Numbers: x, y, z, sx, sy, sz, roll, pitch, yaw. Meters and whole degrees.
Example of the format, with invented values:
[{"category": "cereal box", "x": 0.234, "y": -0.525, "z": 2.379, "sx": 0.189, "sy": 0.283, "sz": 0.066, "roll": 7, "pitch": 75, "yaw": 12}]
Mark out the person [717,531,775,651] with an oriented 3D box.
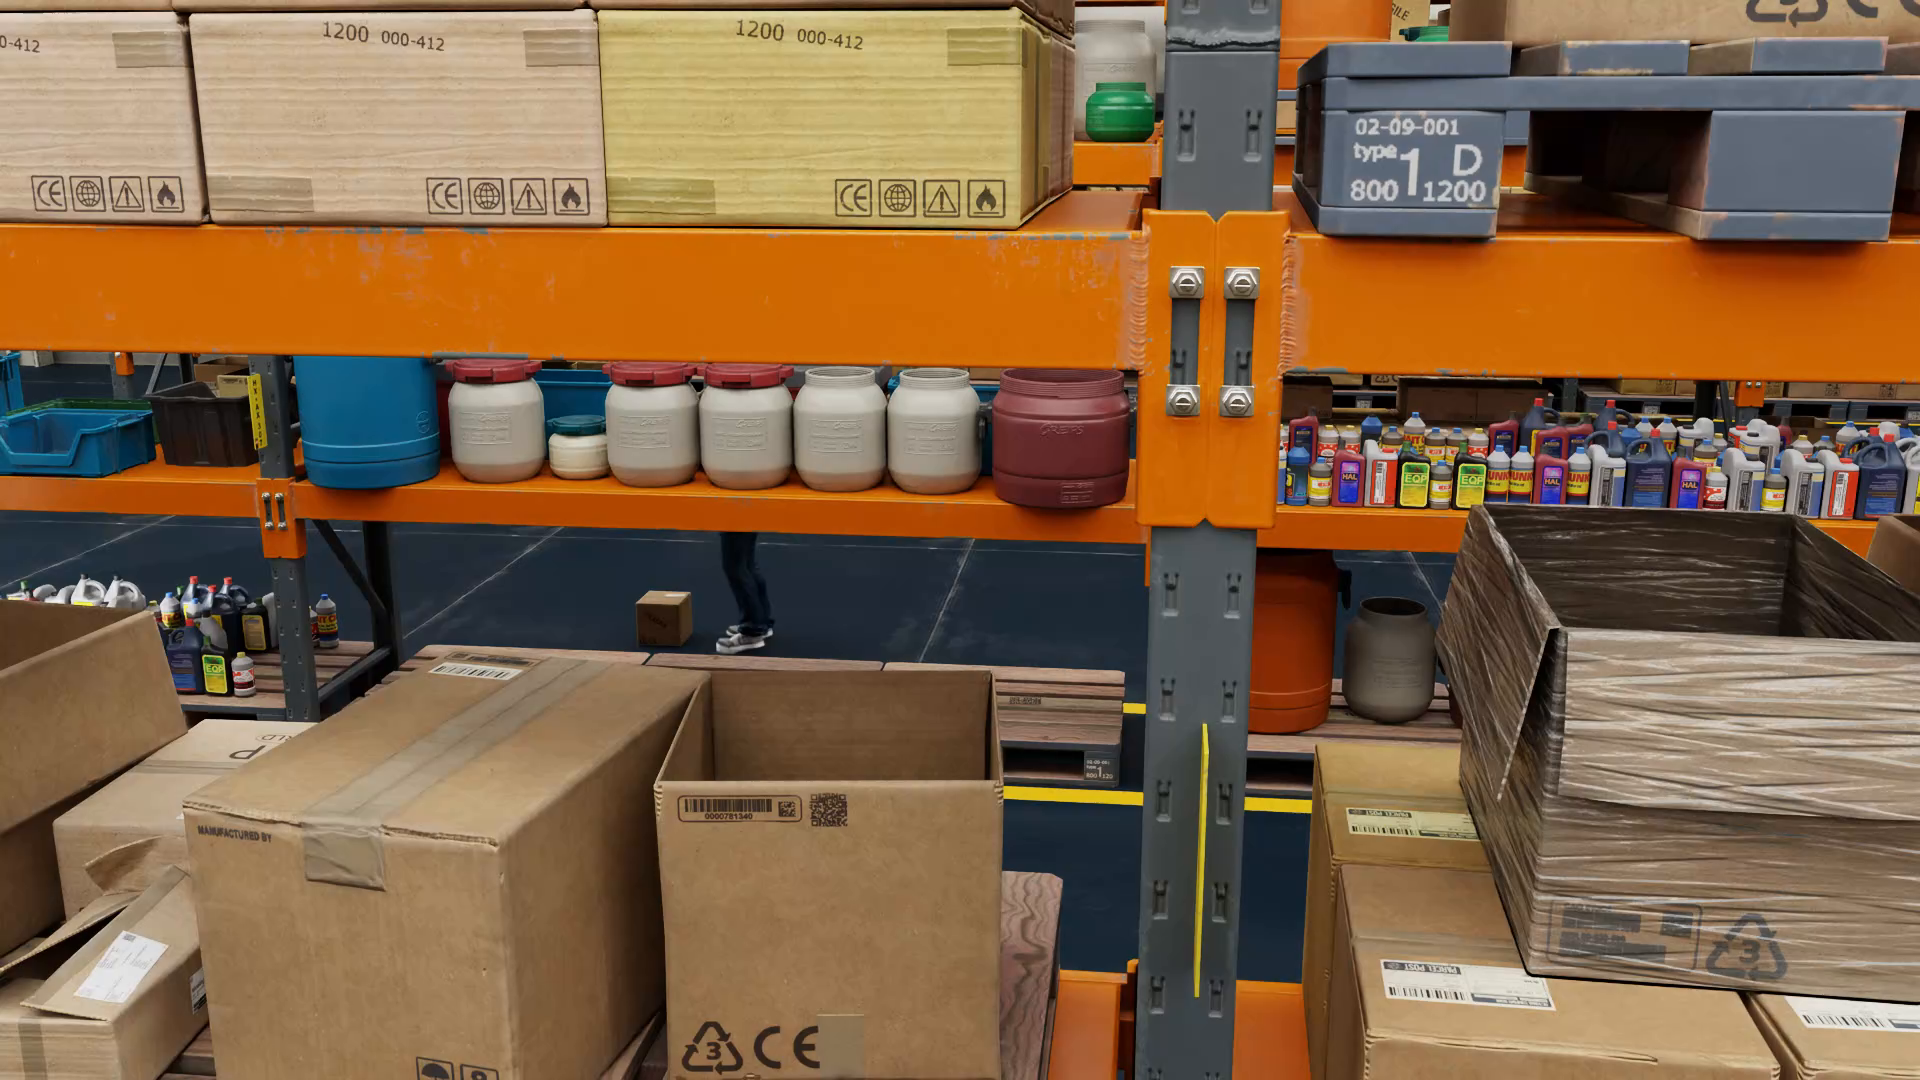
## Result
[{"category": "person", "x": -1.215, "y": -0.173, "z": 9.235, "sx": 0.299, "sy": 1.584, "sz": 0.408, "roll": 2, "pitch": 15, "yaw": 7}]
